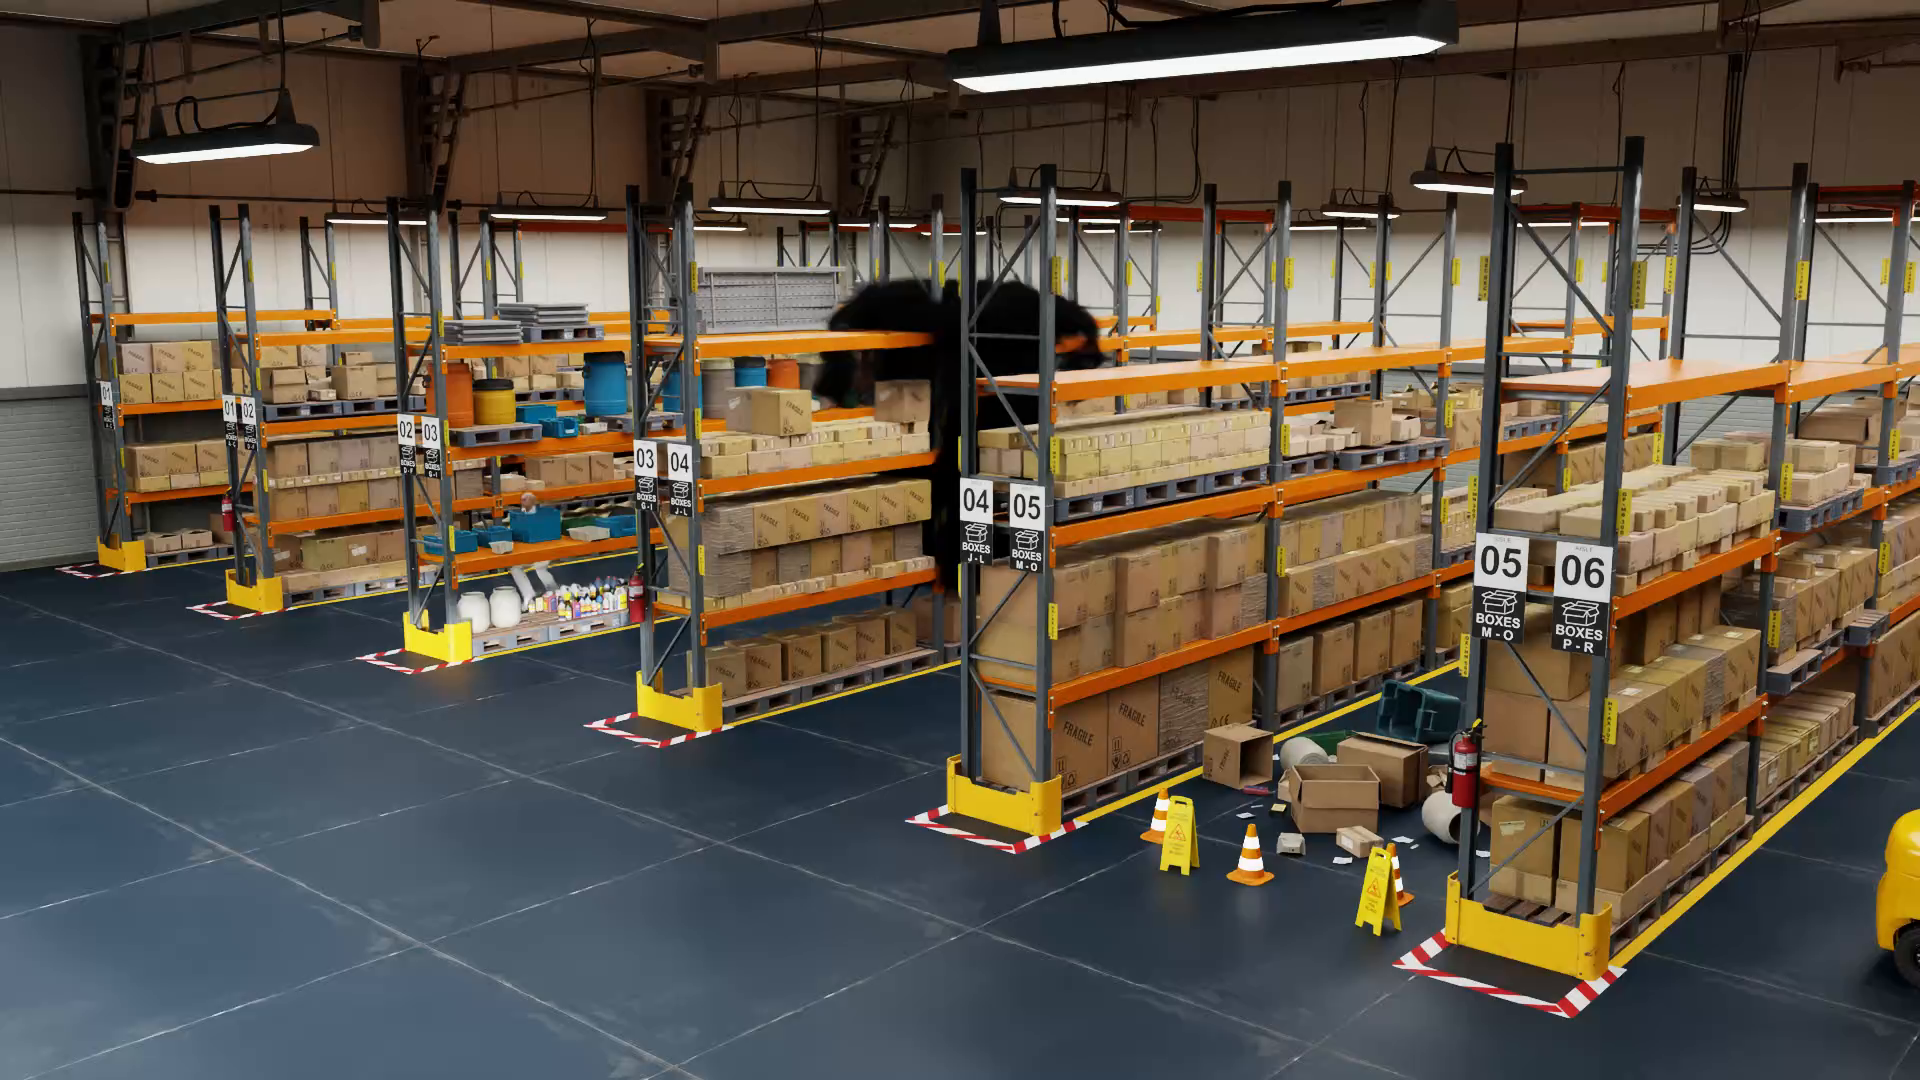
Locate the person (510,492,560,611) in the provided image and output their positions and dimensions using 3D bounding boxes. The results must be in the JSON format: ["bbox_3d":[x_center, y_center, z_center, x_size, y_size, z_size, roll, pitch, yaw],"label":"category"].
[{"bbox_3d":[-6.392,0.162,24.992,0.744,1.805,0.913,7,12,38],"label":"person"}]

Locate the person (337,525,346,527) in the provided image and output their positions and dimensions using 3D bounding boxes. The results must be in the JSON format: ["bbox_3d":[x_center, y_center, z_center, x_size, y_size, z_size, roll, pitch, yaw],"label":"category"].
[{"bbox_3d":[-10.415,-0.372,28.160,0.681,1.766,0.897,5,11,28],"label":"person"}]
